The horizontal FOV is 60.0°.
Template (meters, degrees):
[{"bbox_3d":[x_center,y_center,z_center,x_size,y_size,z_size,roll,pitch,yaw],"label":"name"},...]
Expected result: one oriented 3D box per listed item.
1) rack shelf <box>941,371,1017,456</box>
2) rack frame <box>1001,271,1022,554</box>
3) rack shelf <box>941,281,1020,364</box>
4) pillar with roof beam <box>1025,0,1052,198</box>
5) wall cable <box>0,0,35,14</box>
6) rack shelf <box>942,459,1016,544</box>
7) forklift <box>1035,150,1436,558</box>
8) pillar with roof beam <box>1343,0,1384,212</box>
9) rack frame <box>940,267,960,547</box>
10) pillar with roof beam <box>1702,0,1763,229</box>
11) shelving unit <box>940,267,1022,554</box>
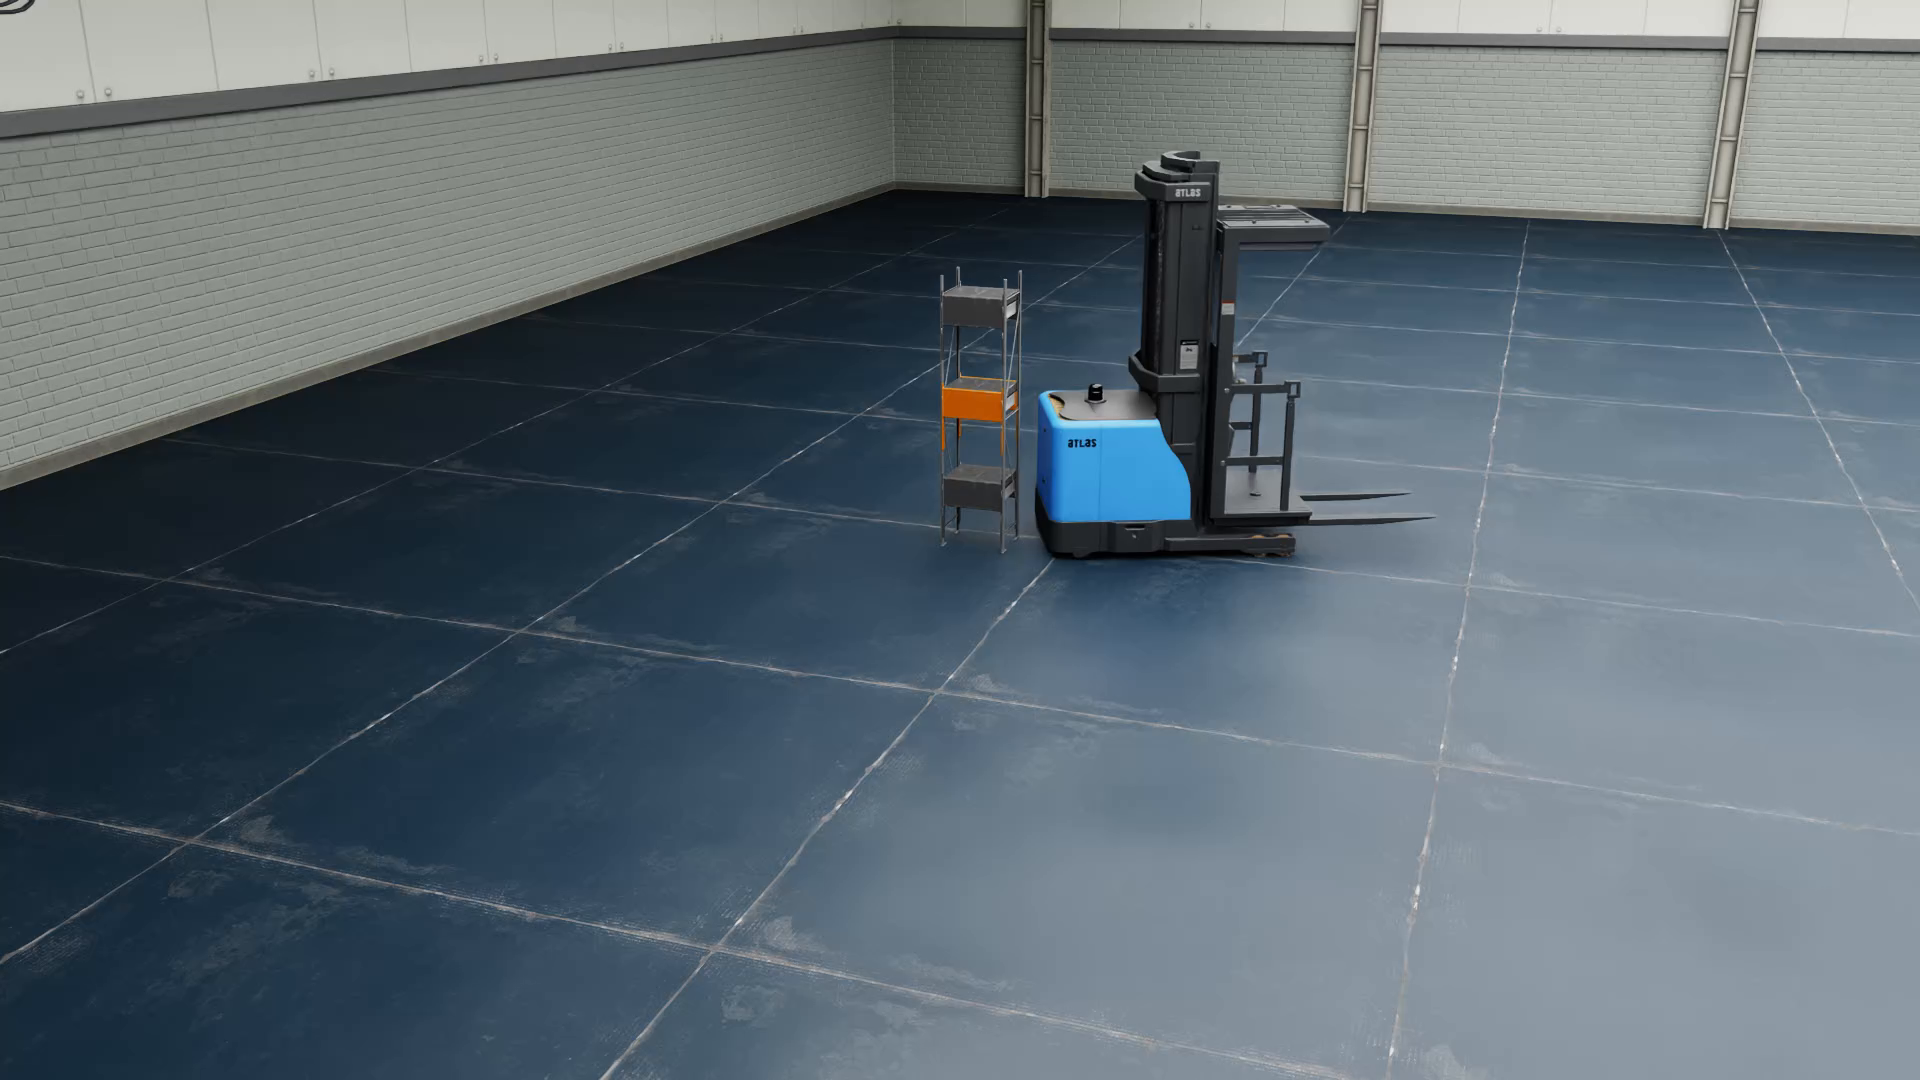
[{"bbox_3d":[0.156,-0.961,12.600,0.480,0.518,0.431,7,20,18],"label":"rack shelf"},{"bbox_3d":[0.387,-0.947,12.520,0.015,2.100,0.400,7,20,18],"label":"rack frame"},{"bbox_3d":[0.156,-1.622,12.369,0.480,0.518,0.431,7,20,18],"label":"rack shelf"},{"bbox_3d":[0.061,-9.513,26.612,0.400,9.000,9.100,7,20,18],"label":"pillar with roof beam"},{"bbox_3d":[-8.082,-6.343,12.351,0.169,6.003,2.305,7,20,18],"label":"wall cable"},{"bbox_3d":[0.156,-0.300,12.830,0.480,0.518,0.431,7,20,18],"label":"rack shelf"},{"bbox_3d":[2.143,-1.426,12.631,3.031,2.935,1.130,-1,19,-4],"label":"forklift"},{"bbox_3d":[5.728,-8.865,24.753,0.400,9.000,9.100,7,20,18],"label":"pillar with roof beam"},{"bbox_3d":[-0.074,-1.000,12.671,0.015,2.100,0.400,7,20,18],"label":"rack frame"},{"bbox_3d":[11.396,-8.217,22.894,0.400,9.000,9.100,7,20,18],"label":"pillar with roof beam"},{"bbox_3d":[0.156,-0.974,12.595,0.503,2.100,0.431,7,20,18],"label":"shelving unit"}]
